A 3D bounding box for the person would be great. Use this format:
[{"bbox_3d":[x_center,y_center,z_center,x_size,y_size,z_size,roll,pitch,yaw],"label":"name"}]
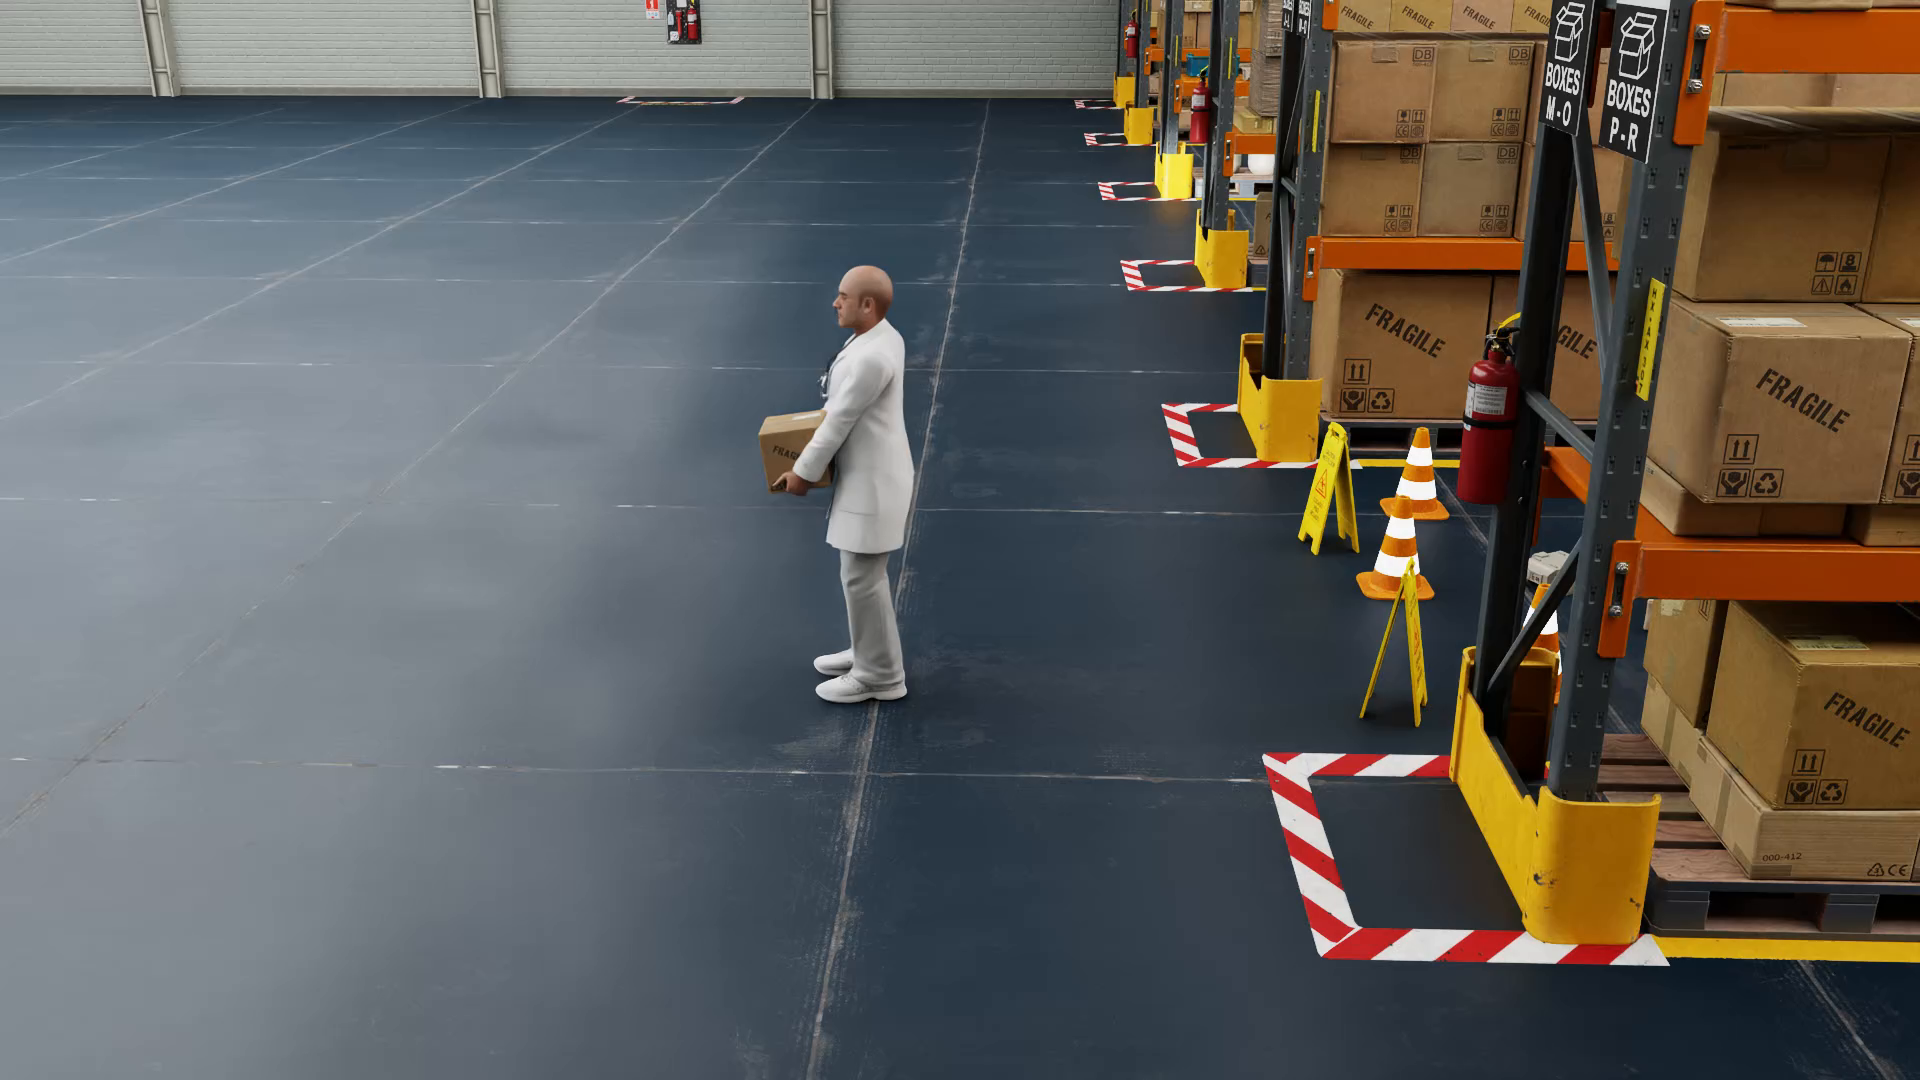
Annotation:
[{"bbox_3d":[-0.463,-0.222,6.700,0.555,1.780,0.524,0,20,1],"label":"person"}]
